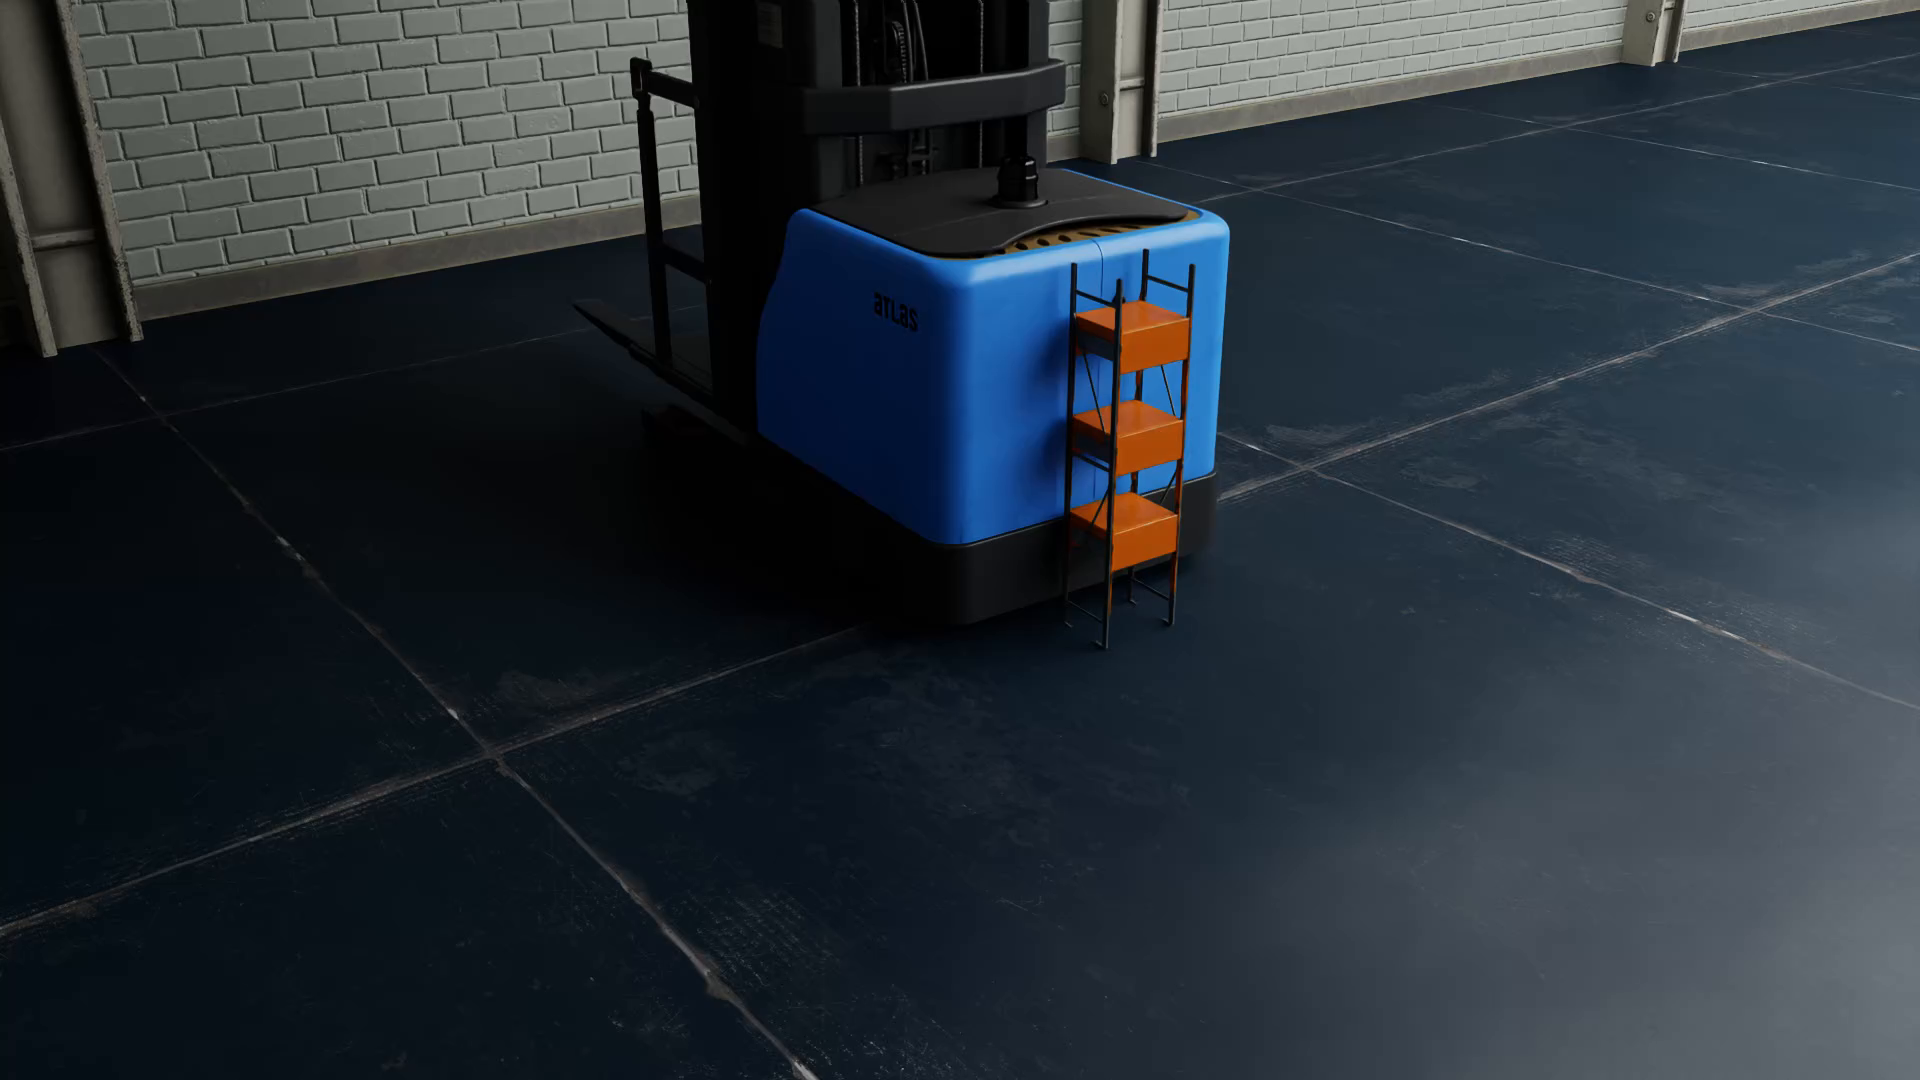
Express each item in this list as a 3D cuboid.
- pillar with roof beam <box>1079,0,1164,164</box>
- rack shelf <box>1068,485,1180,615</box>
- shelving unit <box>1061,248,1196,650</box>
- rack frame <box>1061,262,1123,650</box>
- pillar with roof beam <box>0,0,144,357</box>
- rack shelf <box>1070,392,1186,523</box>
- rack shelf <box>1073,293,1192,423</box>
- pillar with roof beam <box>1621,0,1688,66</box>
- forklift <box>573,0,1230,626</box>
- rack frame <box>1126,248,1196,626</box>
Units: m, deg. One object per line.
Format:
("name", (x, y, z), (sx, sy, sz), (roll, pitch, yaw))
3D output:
("pillar with roof beam", (3.646, -5.070, 5.486), (0.400, 9.000, 9.100), (-18, 31, -34))
("rack shelf", (0.448, 0.025, 4.635), (0.240, 0.259, 0.215), (-16, 30, -31))
("shelving unit", (0.448, -0.237, 4.514), (0.252, 1.050, 0.215), (-16, 30, -31))
("rack frame", (0.348, -0.207, 4.450), (0.008, 1.050, 0.200), (-16, 30, -31))
("pillar with roof beam", (-1.076, -3.512, 2.127), (0.400, 9.000, 9.100), (-18, 31, -34))
("rack shelf", (0.448, -0.227, 4.518), (0.240, 0.259, 0.215), (-16, 30, -31))
("rack shelf", (0.448, -0.485, 4.399), (0.240, 0.259, 0.215), (-16, 30, -31))
("pillar with roof beam", (8.367, -6.629, 8.844), (0.400, 9.000, 9.100), (-18, 31, -34))
("forklift", (-0.466, -1.661, 5.347), (1.130, 2.935, 3.031), (-16, 29, -31))
("rack frame", (0.548, -0.266, 4.577), (0.008, 1.050, 0.200), (-16, 30, -31))
